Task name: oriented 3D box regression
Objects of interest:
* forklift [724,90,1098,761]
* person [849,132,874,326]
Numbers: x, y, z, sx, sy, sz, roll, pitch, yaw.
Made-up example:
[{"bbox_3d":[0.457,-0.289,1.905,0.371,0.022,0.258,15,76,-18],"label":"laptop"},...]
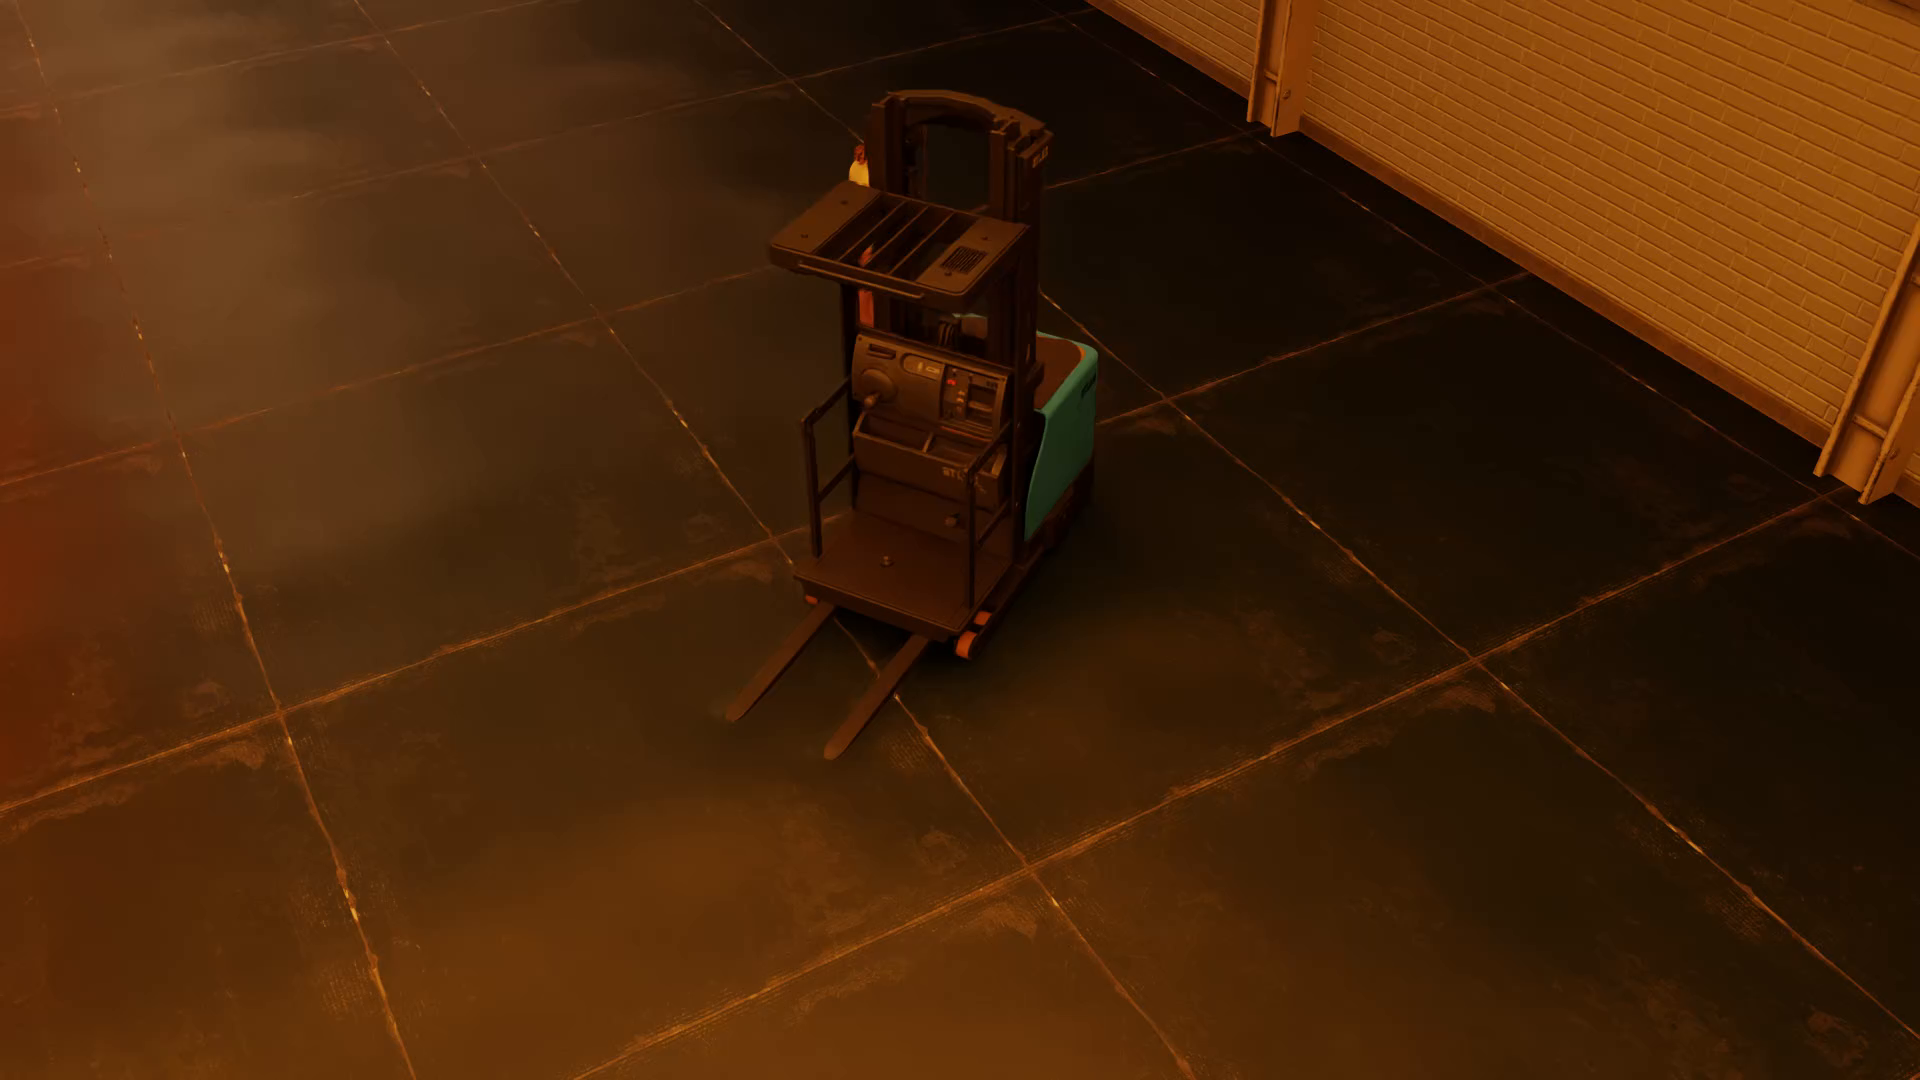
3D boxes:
[{"bbox_3d":[-0.267,-0.772,8.967,1.130,2.935,3.031,18,43,21],"label":"forklift"},{"bbox_3d":[-0.586,-2.090,11.544,0.360,1.671,0.507,-12,41,-14],"label":"person"}]
